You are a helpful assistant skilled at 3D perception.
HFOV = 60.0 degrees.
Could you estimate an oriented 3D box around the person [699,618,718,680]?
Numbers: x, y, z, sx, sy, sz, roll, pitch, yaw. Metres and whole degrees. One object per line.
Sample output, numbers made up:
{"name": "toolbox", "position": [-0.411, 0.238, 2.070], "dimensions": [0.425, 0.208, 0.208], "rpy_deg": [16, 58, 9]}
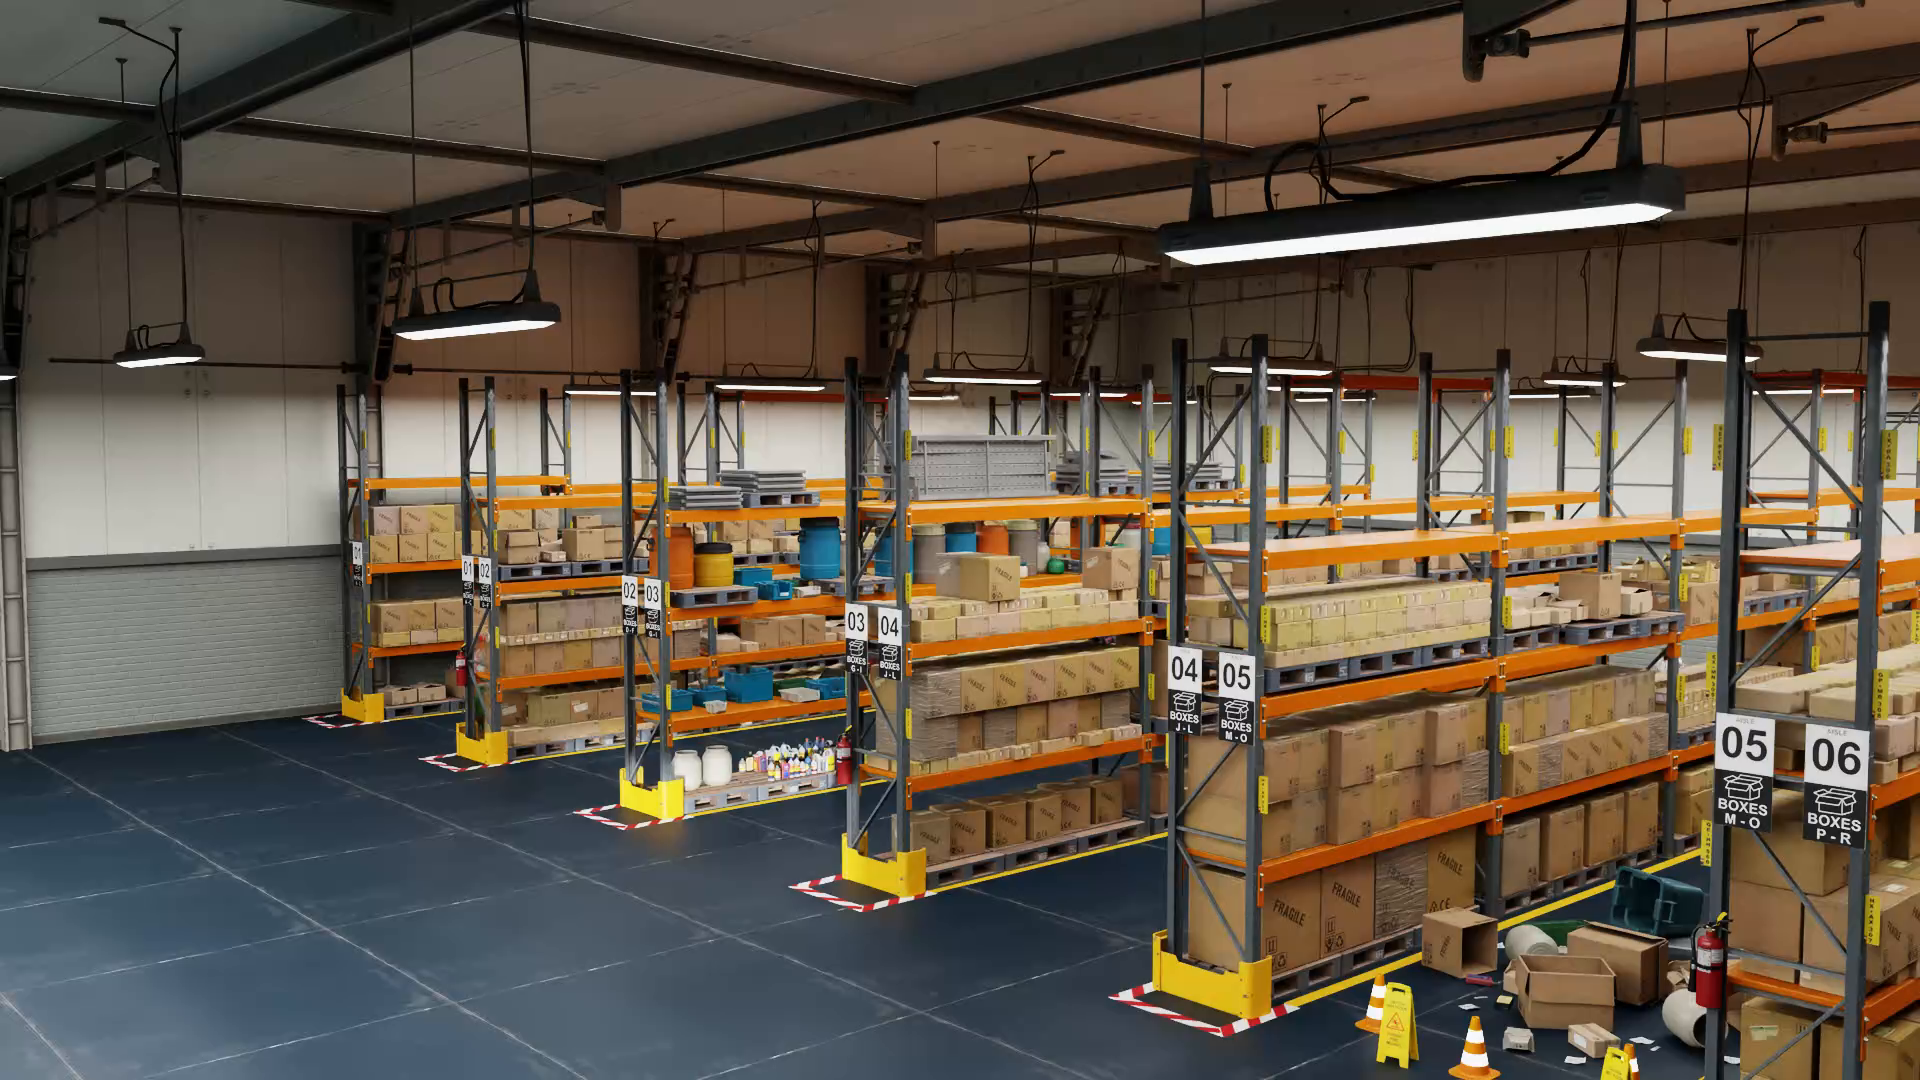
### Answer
{"name": "person", "position": [-4.770, 2.272, 31.301], "dimensions": [0.582, 1.697, 0.853], "rpy_deg": [3, 5, 41]}

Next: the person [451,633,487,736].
{"name": "person", "position": [-8.105, 2.458, 27.696], "dimensions": [0.631, 1.823, 0.694], "rpy_deg": [3, 5, 40]}

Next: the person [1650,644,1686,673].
{"name": "person", "position": [11.934, 2.524, 28.033], "dimensions": [0.678, 1.668, 0.605], "rpy_deg": [2, 4, 30]}
